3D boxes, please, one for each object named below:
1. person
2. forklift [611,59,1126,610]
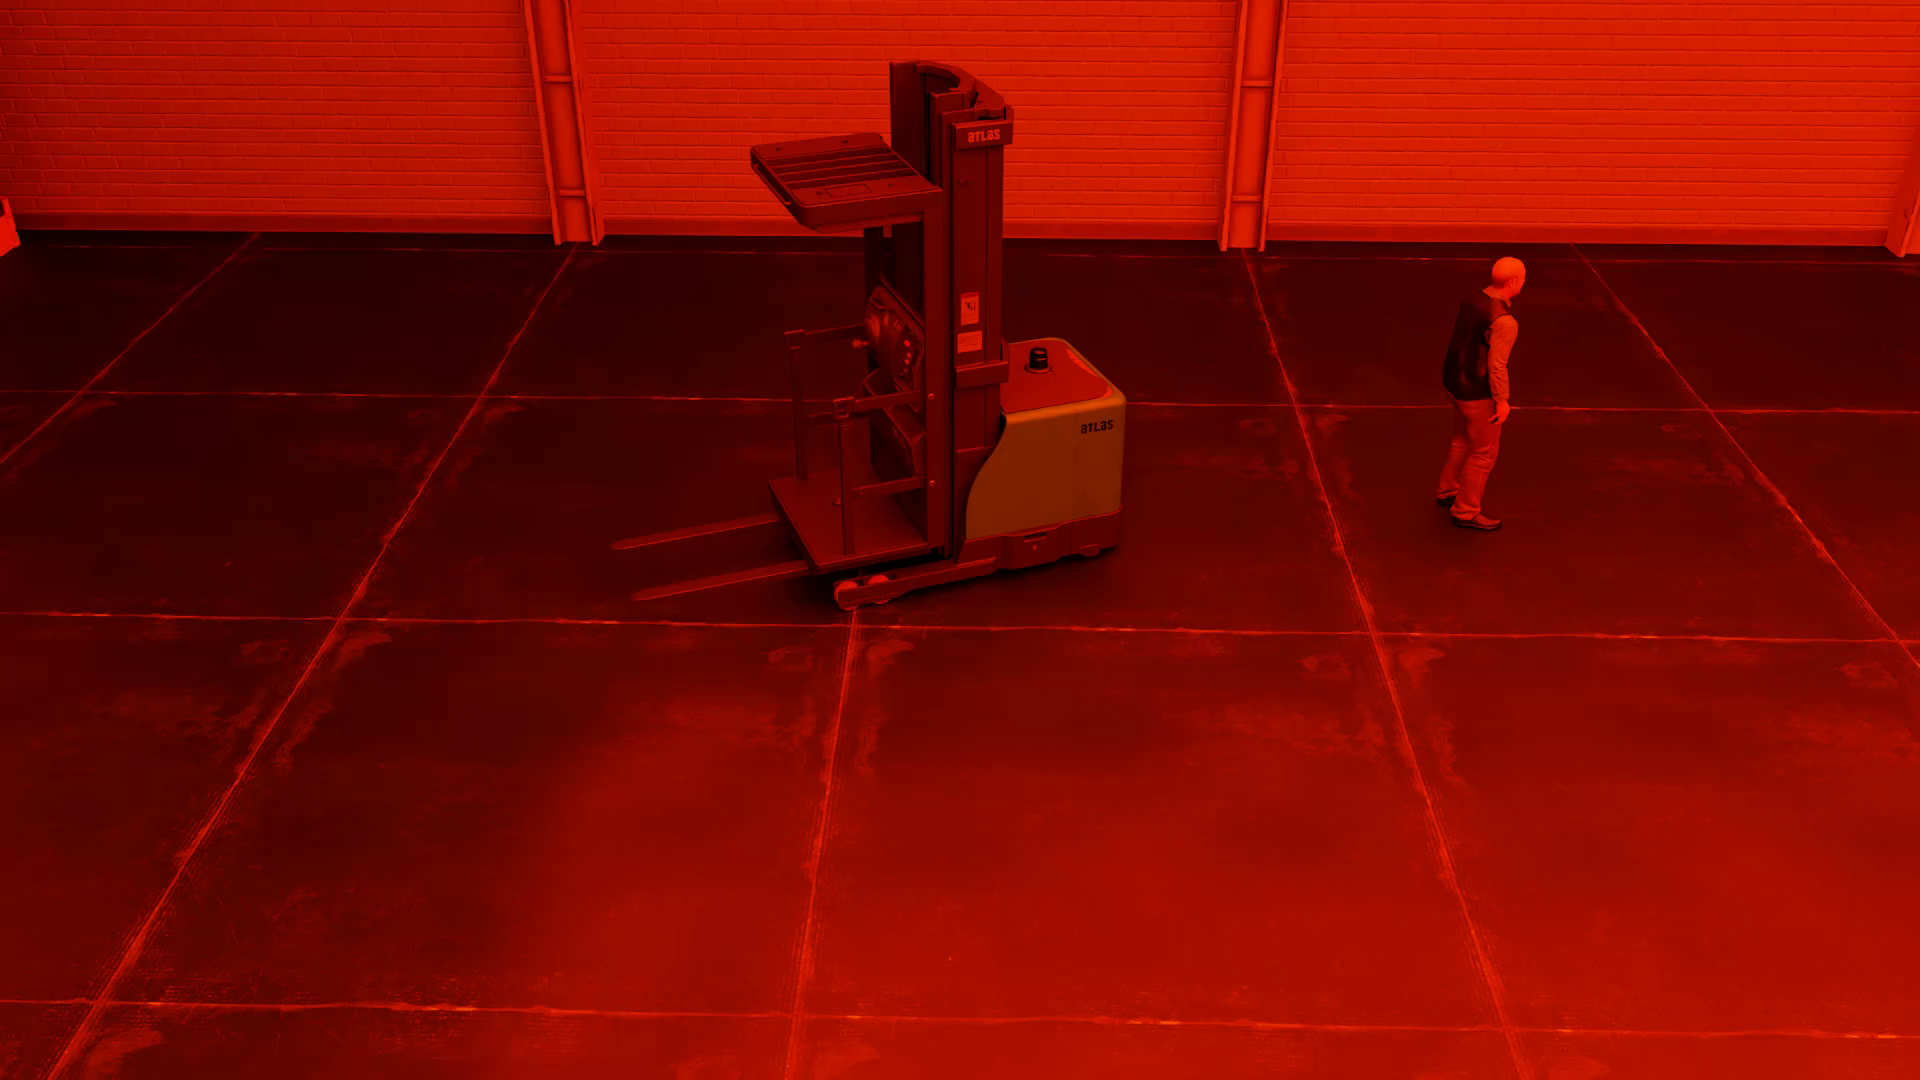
[{"bbox_3d":[3.234,-0.935,10.393,0.426,1.720,0.591,-4,31,-7],"label":"person"},{"bbox_3d":[-0.569,-1.153,9.570,3.031,2.935,1.130,-11,32,-18],"label":"forklift"}]
